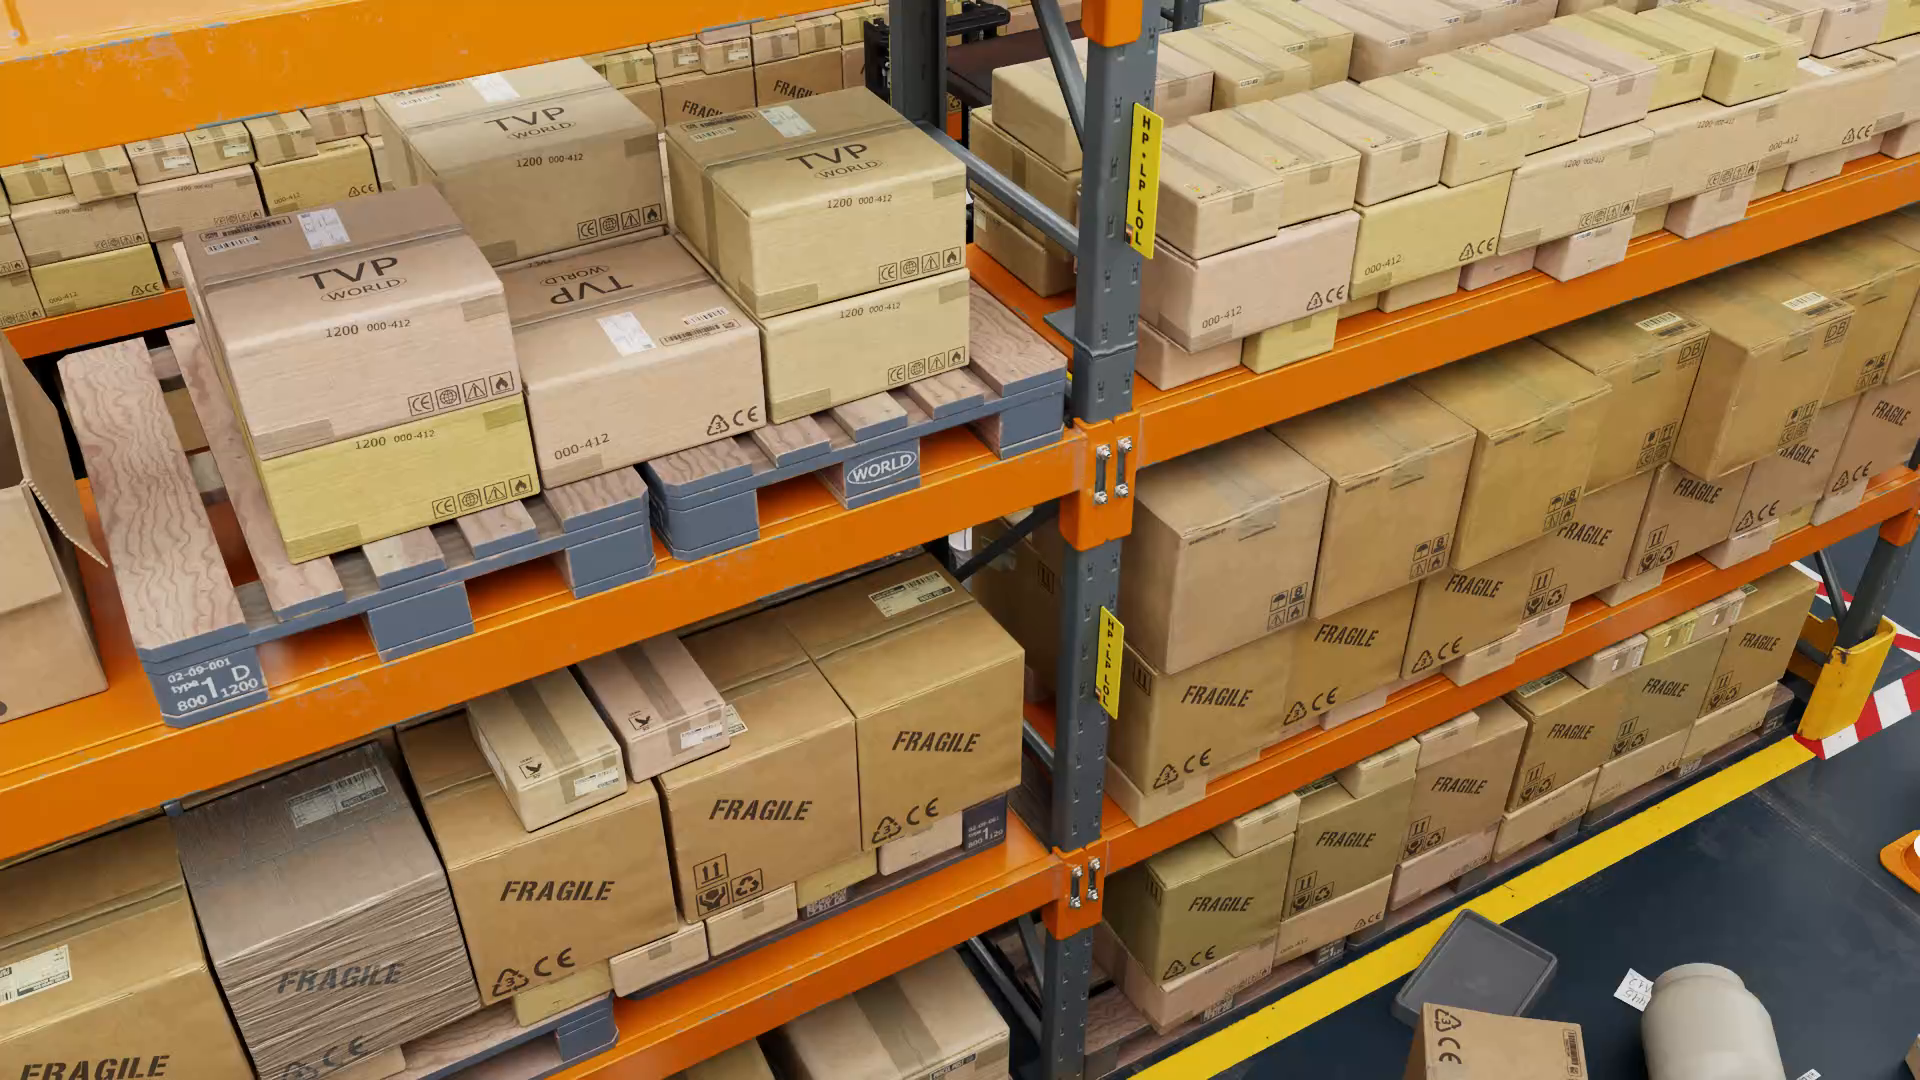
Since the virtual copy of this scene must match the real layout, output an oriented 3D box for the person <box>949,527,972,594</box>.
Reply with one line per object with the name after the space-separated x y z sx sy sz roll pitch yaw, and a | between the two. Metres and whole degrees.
-0.011 -0.007 6.914 0.529 1.670 0.598 -20 41 -24 | person
